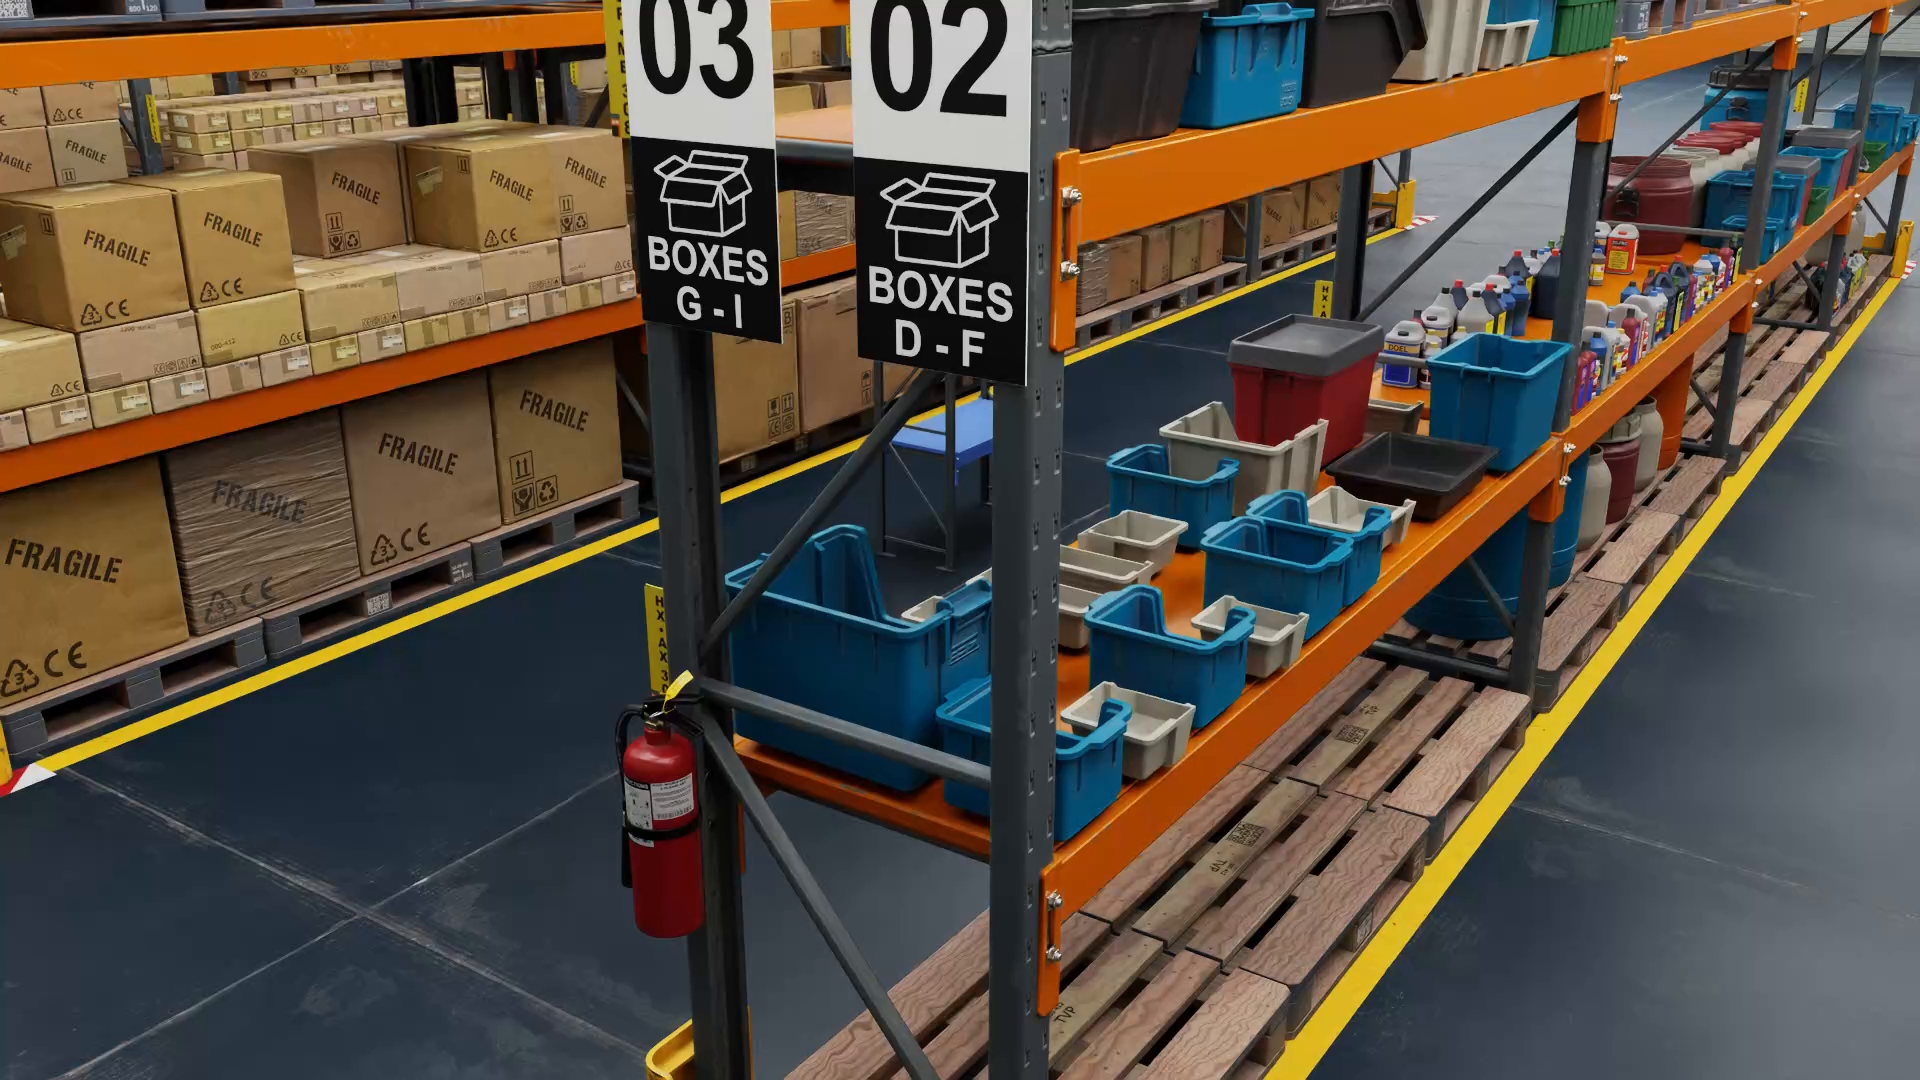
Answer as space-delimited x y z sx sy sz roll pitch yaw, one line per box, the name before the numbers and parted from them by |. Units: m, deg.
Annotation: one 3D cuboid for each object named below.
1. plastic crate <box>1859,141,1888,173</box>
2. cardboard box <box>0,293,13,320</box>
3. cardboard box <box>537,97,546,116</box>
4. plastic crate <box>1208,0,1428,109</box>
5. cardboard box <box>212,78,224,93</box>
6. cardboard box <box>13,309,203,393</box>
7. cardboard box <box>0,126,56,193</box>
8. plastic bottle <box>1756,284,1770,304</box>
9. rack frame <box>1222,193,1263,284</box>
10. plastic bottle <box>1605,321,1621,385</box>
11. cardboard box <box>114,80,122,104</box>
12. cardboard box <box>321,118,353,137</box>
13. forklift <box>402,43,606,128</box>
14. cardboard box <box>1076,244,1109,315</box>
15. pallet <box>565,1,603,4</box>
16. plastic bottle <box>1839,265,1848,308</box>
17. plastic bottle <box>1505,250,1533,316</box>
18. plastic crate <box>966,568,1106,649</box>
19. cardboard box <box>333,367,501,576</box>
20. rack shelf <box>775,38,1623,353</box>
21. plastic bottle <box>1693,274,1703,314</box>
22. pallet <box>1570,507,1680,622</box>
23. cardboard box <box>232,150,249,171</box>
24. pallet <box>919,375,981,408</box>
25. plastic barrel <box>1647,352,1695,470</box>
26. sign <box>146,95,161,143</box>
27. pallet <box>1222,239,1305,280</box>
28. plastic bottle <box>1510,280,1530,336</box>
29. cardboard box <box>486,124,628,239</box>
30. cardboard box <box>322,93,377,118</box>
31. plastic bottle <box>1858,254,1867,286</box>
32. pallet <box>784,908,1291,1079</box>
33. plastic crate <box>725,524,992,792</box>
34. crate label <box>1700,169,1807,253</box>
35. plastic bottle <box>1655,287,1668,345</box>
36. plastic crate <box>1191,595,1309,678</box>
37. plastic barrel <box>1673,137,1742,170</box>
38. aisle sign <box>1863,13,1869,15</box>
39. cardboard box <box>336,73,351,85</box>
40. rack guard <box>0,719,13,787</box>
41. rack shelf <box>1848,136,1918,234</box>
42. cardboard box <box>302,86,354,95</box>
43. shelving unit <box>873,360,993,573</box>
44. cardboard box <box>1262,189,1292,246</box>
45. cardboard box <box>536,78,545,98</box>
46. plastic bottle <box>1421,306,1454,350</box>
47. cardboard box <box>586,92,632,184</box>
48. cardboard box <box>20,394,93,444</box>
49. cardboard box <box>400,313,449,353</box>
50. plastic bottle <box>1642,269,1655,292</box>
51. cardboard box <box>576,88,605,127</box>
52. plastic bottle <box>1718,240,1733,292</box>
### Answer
plastic crate | 7.497 -3.233 13.986 0.450 0.188 0.662 13 24 32
cardboard box | -4.002 -0.926 7.232 0.500 0.250 0.500 13 24 31
cardboard box | -3.790 -3.800 14.543 0.380 0.149 0.250 14 24 33
plastic crate | 0.841 -1.317 4.268 0.504 0.338 0.767 13 24 32
cardboard box | -8.050 -4.968 18.128 0.380 0.149 0.250 14 25 34
cardboard box | -3.561 -0.825 6.960 0.500 0.250 0.500 13 24 31
cardboard box | -6.469 -2.508 11.149 0.500 0.500 0.500 13 24 30
plastic bottle | 6.744 -2.174 14.004 0.144 0.351 0.185 13 24 32
rack frame | 2.405 -3.964 15.657 1.000 3.000 0.127 13 24 32
plastic bottle | 2.873 -0.833 7.380 0.097 0.271 0.097 0 20 0
cardboard box | -8.658 -4.425 16.401 0.500 0.250 0.500 13 24 30
cardboard box | -4.952 -3.208 12.942 0.380 0.149 0.250 14 25 34
forklift | -3.153 -2.624 12.135 1.130 2.935 3.031 10 22 24
cardboard box | 0.817 -2.208 13.878 0.700 0.500 0.500 11 23 27
pallet | -1.618 -3.258 9.701 0.805 0.209 1.217 12 24 30
plastic bottle | 7.298 -2.112 13.836 0.144 0.351 0.185 14 25 33
plastic bottle | 2.869 -1.323 8.588 0.144 0.351 0.185 13 24 32
plastic crate | 0.239 0.191 4.718 0.396 0.136 0.243 13 24 32
cardboard box | -3.036 -0.437 8.579 0.875 0.875 0.875 13 24 32
rack shelf | 0.879 -1.198 4.893 1.077 0.370 4.000 13 24 32
plastic bottle | 3.840 -1.294 8.726 0.097 0.201 0.097 0 20 0
pallet | 3.157 0.041 8.850 1.003 0.211 1.213 13 24 32
cardboard box | -5.385 -2.848 12.397 0.380 0.149 0.250 14 24 33
pallet | -0.349 -1.297 12.466 1.003 0.211 1.213 13 24 32
plastic barrel | 3.991 -0.885 9.858 0.600 0.830 0.708 13 24 32
sign | -5.685 -2.967 11.714 0.100 0.325 0.005 13 24 32
pallet | 2.753 -2.855 16.680 1.003 0.211 1.213 13 24 32
plastic bottle | 2.767 -1.154 8.246 0.097 0.271 0.097 0 20 0
cardboard box | -2.130 -1.905 8.798 0.500 0.500 0.500 14 25 33
cardboard box | -4.810 -3.417 13.079 0.380 0.149 0.250 14 25 34
plastic bottle | 7.915 -2.395 14.707 0.152 0.276 0.135 13 24 32
pallet | 0.251 1.524 4.840 1.003 0.211 1.213 13 24 32
plastic crate | -0.211 0.268 4.079 0.616 0.435 0.499 13 24 32
crate label | 5.035 -2.099 10.564 0.502 0.435 0.616 13 24 32
plastic bottle | 3.373 -1.089 8.069 0.097 0.271 0.097 0 20 0
plastic crate | 0.796 0.264 4.522 0.250 0.136 0.298 13 24 32
plastic barrel | 5.126 -2.495 11.490 0.433 0.535 0.433 0 20 0
aisle sign | 8.548 -5.442 15.907 0.394 0.787 0.004 13 24 32
cardboard box | -7.082 -5.188 18.724 0.380 0.149 0.250 15 25 35
rack guard | -4.355 0.659 6.764 1.175 0.500 0.348 13 24 32
rack shelf | 7.625 -3.234 14.721 1.077 0.370 4.000 13 24 32
cardboard box | -5.190 -3.627 13.647 0.380 0.149 0.250 13 24 31
shelving unit | 0.048 -0.728 9.071 0.538 1.500 1.048 13 24 32
cardboard box | 2.978 -3.261 16.755 0.500 0.500 0.500 -15 25 -35
cardboard box | -3.786 -3.940 14.493 0.380 0.149 0.250 12 24 30
plastic bottle | 2.163 -0.925 7.621 0.152 0.276 0.135 13 24 32
cardboard box | -1.740 -2.370 9.760 0.797 0.503 0.637 13 24 30
cardboard box | -3.726 -0.514 6.693 0.380 0.149 0.250 13 24 31
cardboard box | -2.715 -1.030 8.089 0.380 0.149 0.250 13 24 31
plastic bottle | 3.512 -1.243 8.470 0.061 0.283 0.133 13 24 32
cardboard box | -3.414 -3.935 15.436 0.500 0.500 0.500 14 24 32
plastic bottle | 4.248 -1.530 9.245 0.061 0.283 0.133 13 24 32
